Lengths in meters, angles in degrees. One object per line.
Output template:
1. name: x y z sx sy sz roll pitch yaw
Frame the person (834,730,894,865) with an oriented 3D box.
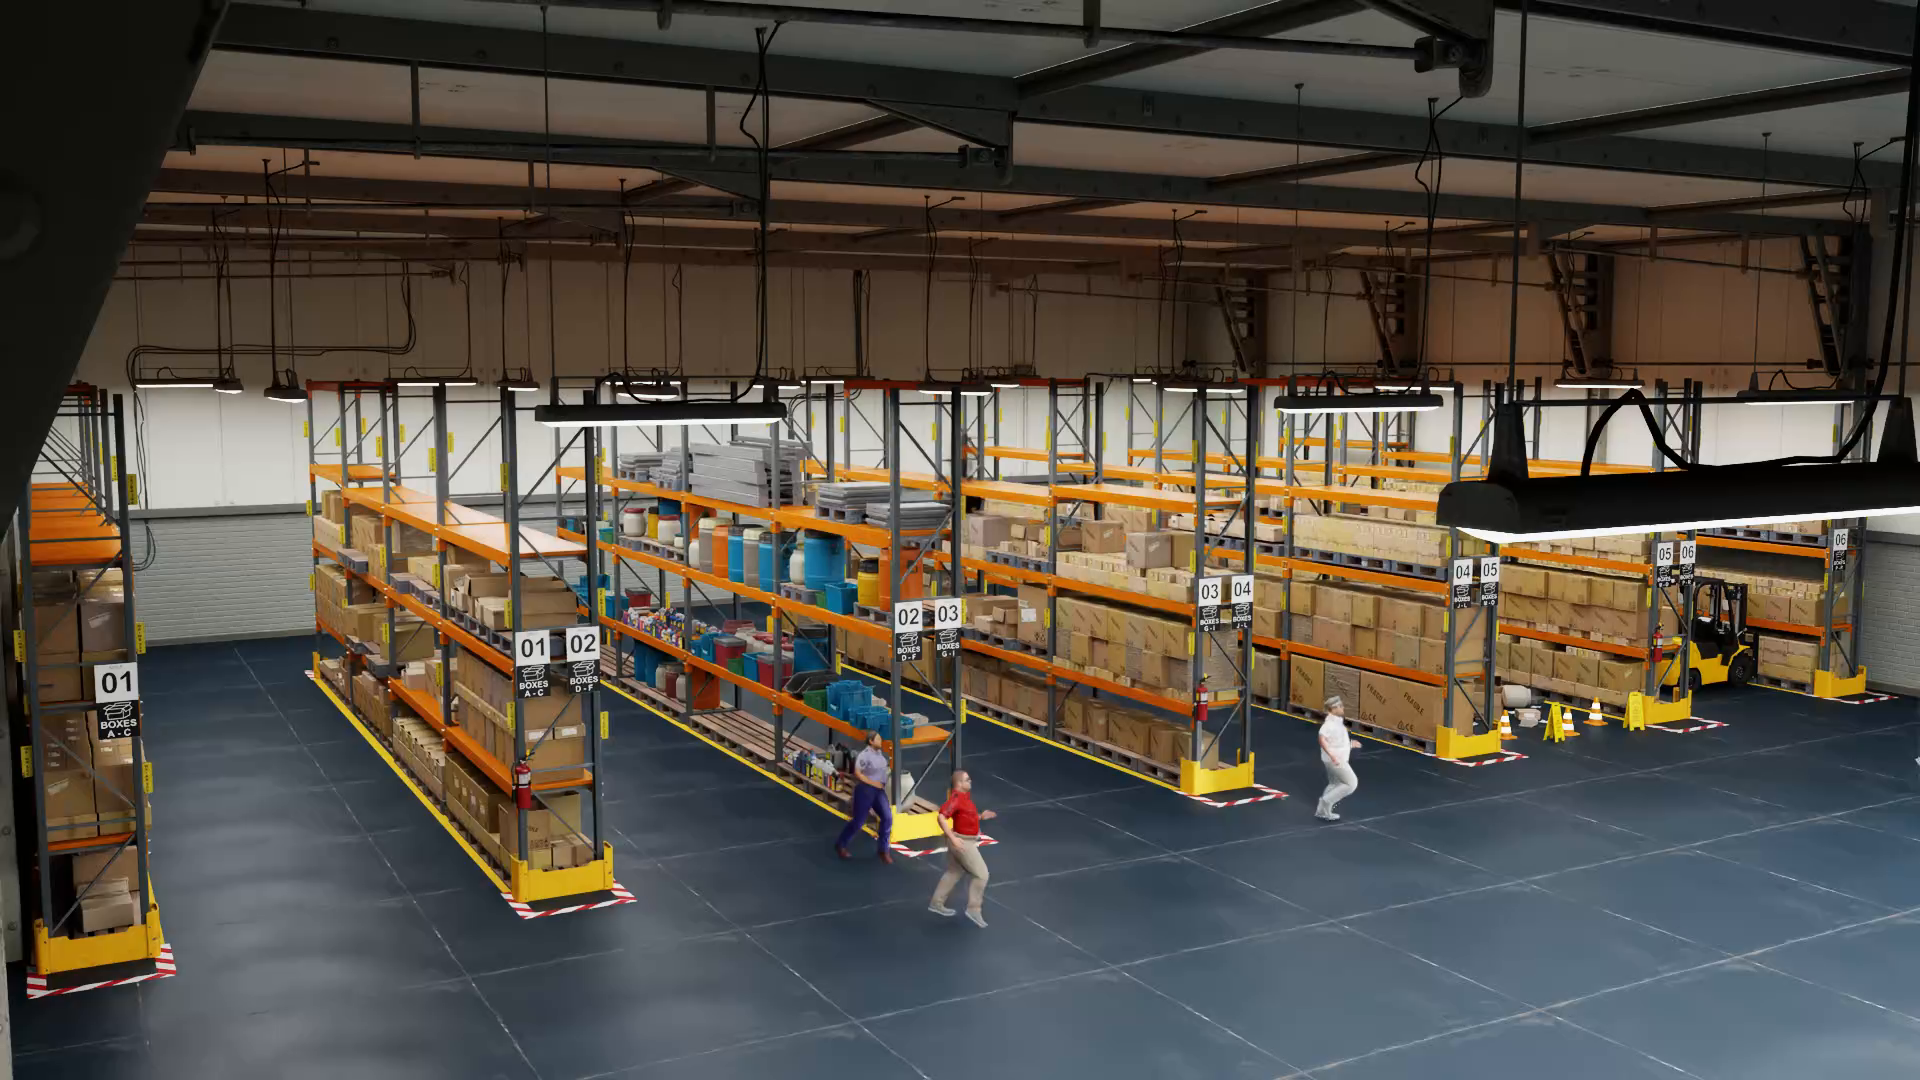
1. person: -1.135 3.273 21.282 0.797 1.673 0.694 4 7 32

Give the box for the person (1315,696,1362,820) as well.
1. person: 5.244 2.996 22.995 0.611 1.709 0.651 1 6 10

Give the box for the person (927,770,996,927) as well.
1. person: 0.022 3.492 18.790 0.781 1.804 0.637 0 6 -4
